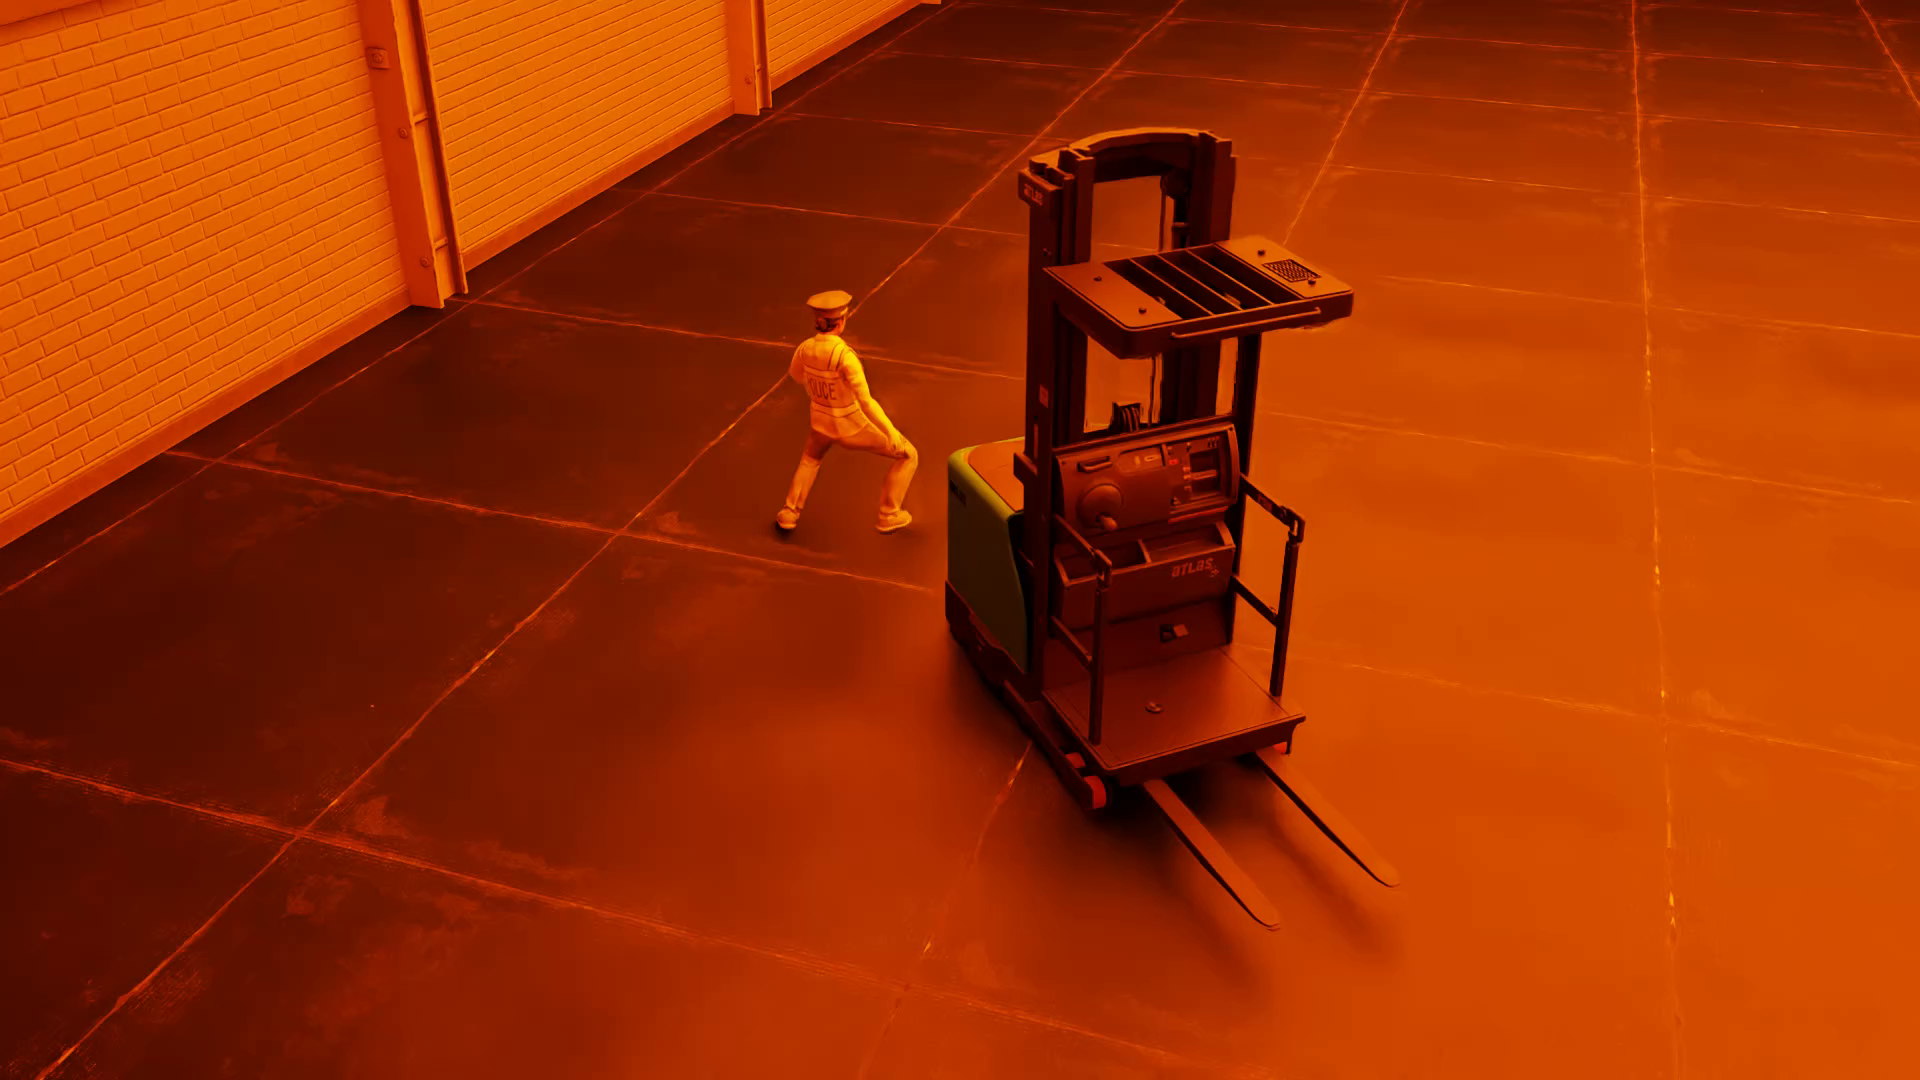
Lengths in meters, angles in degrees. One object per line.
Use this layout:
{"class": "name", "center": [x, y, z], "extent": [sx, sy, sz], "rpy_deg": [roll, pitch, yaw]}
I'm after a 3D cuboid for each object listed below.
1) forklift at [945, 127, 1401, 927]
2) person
{"class": "forklift", "center": [0.970, -0.239, 7.555], "extent": [1.130, 2.935, 3.031], "rpy_deg": [-12, 32, -20]}
{"class": "person", "center": [-0.721, -0.742, 9.845], "extent": [0.880, 1.511, 0.645], "rpy_deg": [24, 37, 35]}
